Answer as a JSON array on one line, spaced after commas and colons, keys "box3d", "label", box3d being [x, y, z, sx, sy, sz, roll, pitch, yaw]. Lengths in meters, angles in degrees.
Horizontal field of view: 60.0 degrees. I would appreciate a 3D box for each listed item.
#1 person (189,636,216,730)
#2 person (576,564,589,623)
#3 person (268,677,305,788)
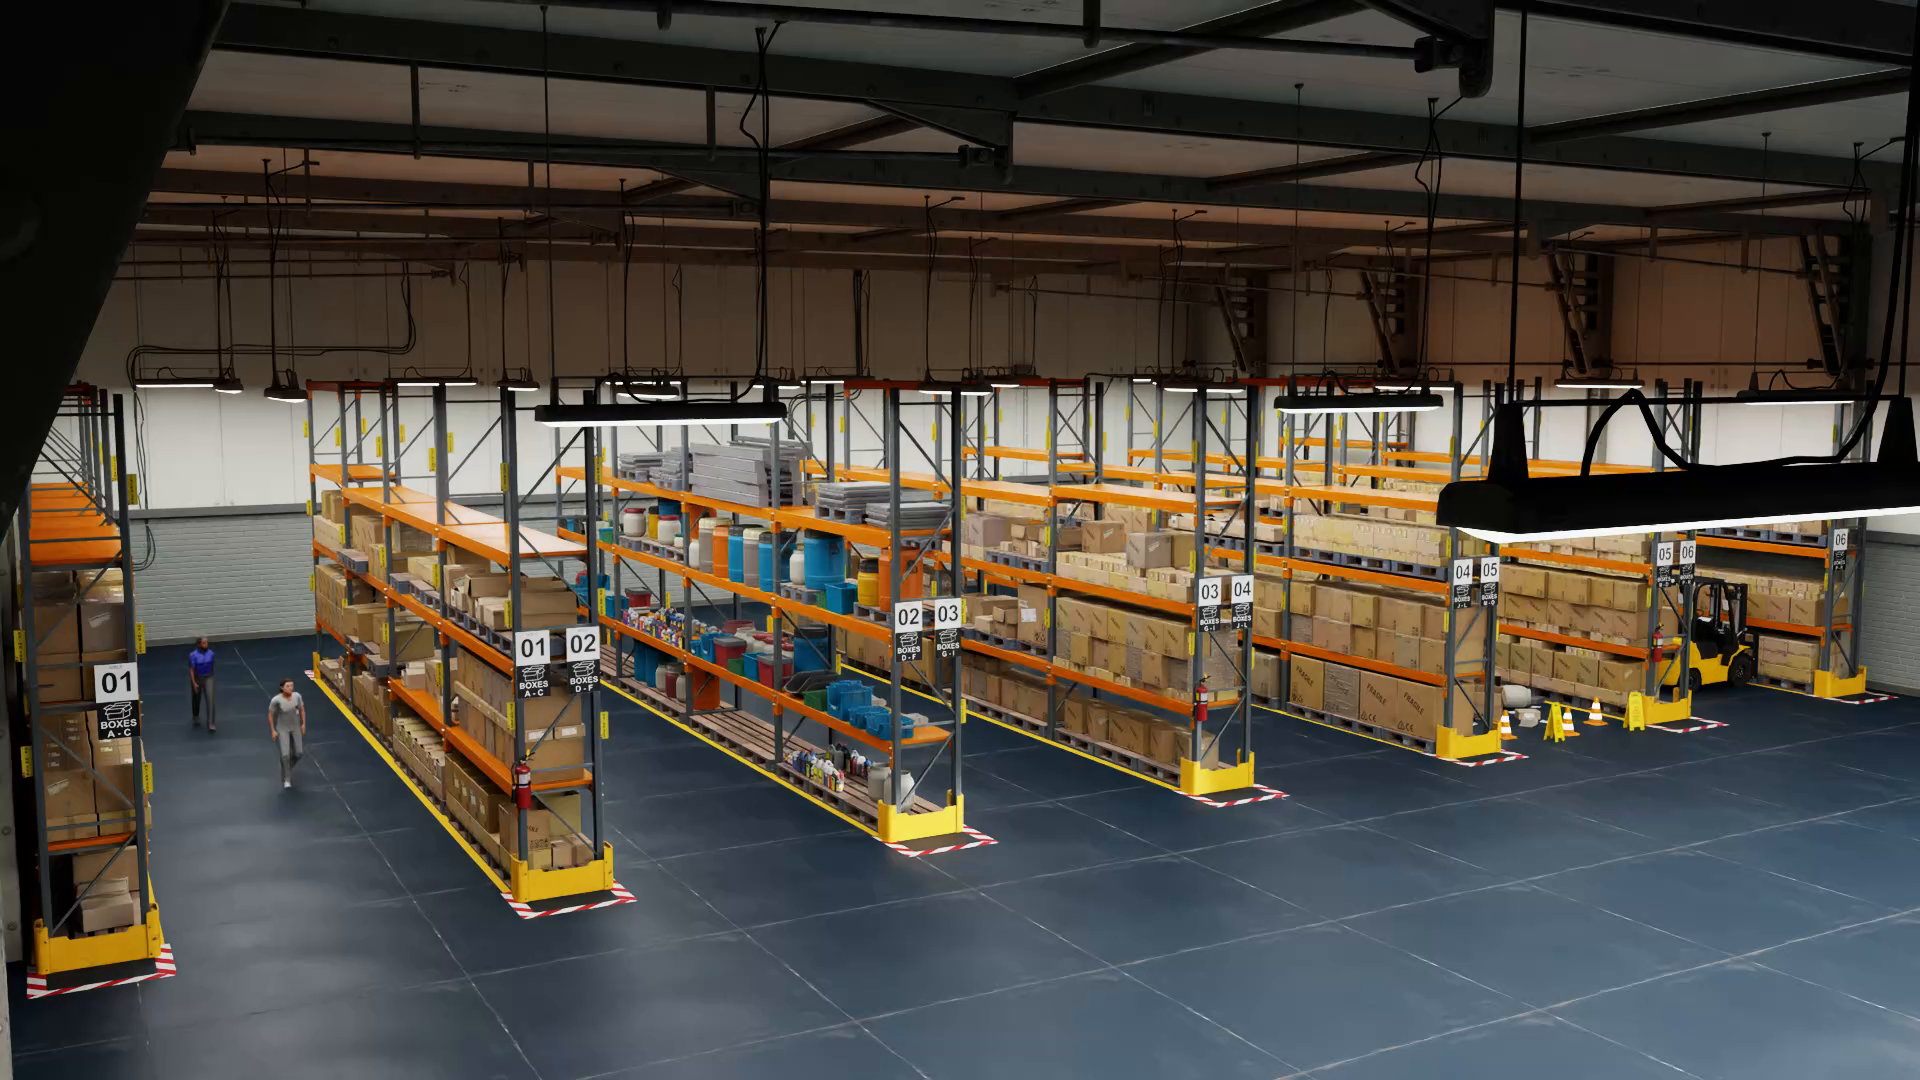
[{"box3d": [-13.168, 2.452, 28.895, 0.417, 1.580, 1.045, -3, 7, -30], "label": "person"}, {"box3d": [-8.675, 1.336, 38.800, 0.531, 1.707, 0.648, 2, 6, 19], "label": "person"}, {"box3d": [-10.146, 2.861, 25.034, 0.534, 1.654, 0.600, -5, 8, -41], "label": "person"}]
